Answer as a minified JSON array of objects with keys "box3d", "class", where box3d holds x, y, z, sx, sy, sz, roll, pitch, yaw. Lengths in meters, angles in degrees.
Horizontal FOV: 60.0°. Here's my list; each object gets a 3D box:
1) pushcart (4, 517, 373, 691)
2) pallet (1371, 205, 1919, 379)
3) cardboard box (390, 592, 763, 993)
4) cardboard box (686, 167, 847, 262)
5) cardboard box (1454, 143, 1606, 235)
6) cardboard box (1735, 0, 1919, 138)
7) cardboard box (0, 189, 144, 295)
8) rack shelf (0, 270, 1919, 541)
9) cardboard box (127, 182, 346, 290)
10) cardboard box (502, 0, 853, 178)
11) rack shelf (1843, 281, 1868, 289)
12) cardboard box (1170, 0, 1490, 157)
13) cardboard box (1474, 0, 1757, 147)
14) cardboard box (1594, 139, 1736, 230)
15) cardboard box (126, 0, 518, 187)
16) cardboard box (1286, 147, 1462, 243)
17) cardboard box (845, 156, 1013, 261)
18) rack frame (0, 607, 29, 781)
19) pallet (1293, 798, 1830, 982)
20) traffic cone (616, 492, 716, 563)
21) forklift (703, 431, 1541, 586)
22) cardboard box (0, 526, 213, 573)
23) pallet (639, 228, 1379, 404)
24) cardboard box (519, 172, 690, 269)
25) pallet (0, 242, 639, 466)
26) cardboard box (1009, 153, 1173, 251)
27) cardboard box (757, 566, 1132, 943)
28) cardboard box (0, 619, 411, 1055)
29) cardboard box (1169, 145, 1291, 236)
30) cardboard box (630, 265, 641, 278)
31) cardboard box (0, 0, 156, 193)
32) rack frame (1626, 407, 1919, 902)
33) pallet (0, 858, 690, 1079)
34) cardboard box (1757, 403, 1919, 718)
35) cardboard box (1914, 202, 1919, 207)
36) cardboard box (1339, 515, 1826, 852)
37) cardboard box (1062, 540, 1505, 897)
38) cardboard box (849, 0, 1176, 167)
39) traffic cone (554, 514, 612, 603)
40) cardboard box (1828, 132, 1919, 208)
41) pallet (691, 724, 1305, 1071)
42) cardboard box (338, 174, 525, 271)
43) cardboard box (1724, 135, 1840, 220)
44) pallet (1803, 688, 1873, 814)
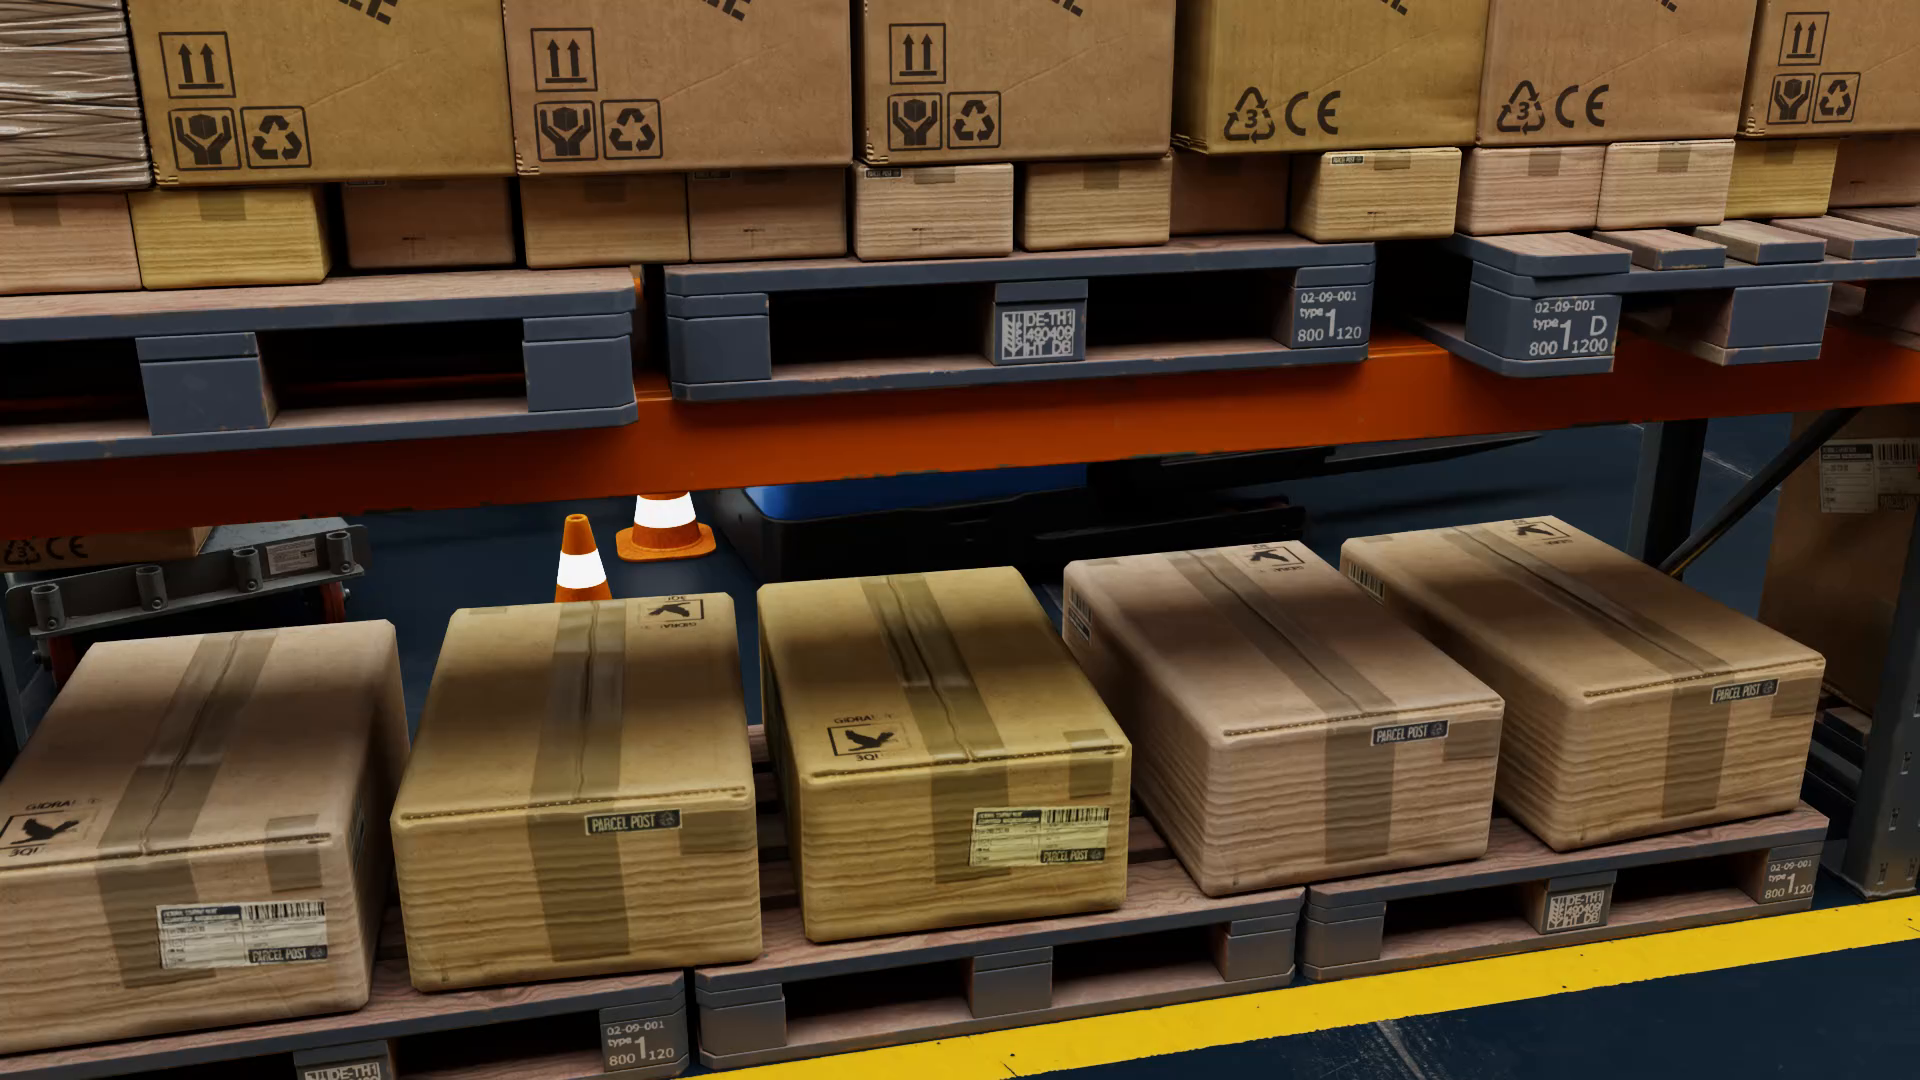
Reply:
[{"box3d":[-2.532,0.002,5.261,0.936,0.377,1.648,-13,24,-31],"class":"pushcart"},{"box3d":[1.265,-0.605,3.383,1.003,0.211,1.213,-5,21,-12],"class":"pallet"},{"box3d":[-0.750,0.466,3.391,0.625,0.372,0.950,-3,20,-9],"class":"cardboard box"},{"box3d":[-0.344,-0.577,2.785,0.250,0.149,0.380,-4,21,-12],"class":"cardboard box"},{"box3d":[0.943,-0.664,3.020,0.250,0.149,0.380,-6,21,-15],"class":"cardboard box"},{"box3d":[1.556,-1.041,3.108,0.500,0.500,0.500,-5,21,-14],"class":"cardboard box"},{"box3d":[-1.348,-0.487,2.539,0.250,0.149,0.380,-4,21,-12],"class":"cardboard box"},{"box3d":[-0.012,-0.291,3.293,4.000,0.370,1.077,-5,21,-12],"class":"rack shelf"},{"box3d":[-1.103,-0.504,2.585,0.250,0.149,0.380,-4,21,-11],"class":"cardboard box"},{"box3d":[-0.465,-0.869,2.639,0.500,0.500,0.500,-5,21,-13],"class":"cardboard box"},{"box3d":[3.880,-0.607,4.157,4.000,0.370,1.077,-5,21,-12],"class":"rack shelf"},{"box3d":[0.564,-0.957,2.877,0.500,0.500,0.500,-6,21,-16],"class":"cardboard box"},{"box3d":[1.055,-0.997,2.987,0.500,0.500,0.500,-5,21,-13],"class":"cardboard box"},{"box3d":[1.190,-0.681,3.067,0.250,0.149,0.380,-5,21,-13],"class":"cardboard box"},{"box3d":[-0.949,-0.835,2.544,0.500,0.500,0.500,-5,21,-12],"class":"cardboard box"},{"box3d":[0.678,-0.637,2.948,0.250,0.149,0.380,-4,21,-12],"class":"cardboard box"},{"box3d":[-0.073,-0.581,2.795,0.250,0.149,0.380,-4,20,-10],"class":"cardboard box"},{"box3d":[-1.959,-0.470,2.737,0.127,3.000,1.000,-5,21,-12],"class":"rack frame"},{"box3d":[1.173,0.584,3.913,1.213,0.211,1.003,-5,21,-12],"class":"pallet"},{"box3d":[-1.022,-0.203,5.697,0.334,0.463,0.336,-5,21,-12],"class":"traffic cone"},{"box3d":[0.651,-1.481,5.596,3.031,2.935,1.130,-7,21,-20],"class":"forklift"},{"box3d":[-2.398,-0.245,4.657,0.500,0.500,0.500,-5,21,-12],"class":"cardboard box"},{"box3d":[0.017,-0.526,3.169,1.213,0.211,1.003,-5,21,-12],"class":"pallet"},{"box3d":[-0.585,-0.559,2.733,0.250,0.149,0.380,-4,21,-12],"class":"cardboard box"},{"box3d":[-1.181,-0.392,2.802,1.213,0.211,1.003,-5,21,-12],"class":"pallet"},{"box3d":[0.179,-0.612,2.879,0.250,0.149,0.380,-5,21,-14],"class":"cardboard box"},{"box3d":[-0.074,0.411,3.543,0.625,0.372,0.950,-4,20,-11],"class":"cardboard box"},{"box3d":[-1.449,0.524,3.232,0.625,0.372,0.950,-4,21,-12],"class":"cardboard box"},{"box3d":[0.405,-0.659,3.009,0.250,0.149,0.380,-4,21,-12],"class":"cardboard box"},{"box3d":[-1.673,-1.414,7.974,0.750,0.750,1.050,-5,21,-12],"class":"cardboard box"},{"box3d":[-1.437,-0.795,2.436,0.500,0.500,0.500,-4,21,-11],"class":"cardboard box"},{"box3d":[1.934,-0.787,3.601,0.127,3.000,1.000,-5,21,-12],"class":"rack frame"},{"box3d":[-1.201,0.777,3.386,1.213,0.211,1.003,-5,21,-12],"class":"pallet"},{"box3d":[2.625,-0.013,3.968,0.875,0.875,0.875,-5,21,-13],"class":"cardboard box"},{"box3d":[2.366,-0.843,3.974,0.500,0.250,0.500,-5,21,-14],"class":"cardboard box"},{"box3d":[1.382,0.291,3.868,0.625,0.372,0.950,-6,21,-16],"class":"cardboard box"},{"box3d":[0.666,0.352,3.701,0.625,0.372,0.950,-5,21,-14],"class":"cardboard box"},{"box3d":[0.033,-0.914,2.760,0.500,0.500,0.500,-6,21,-15],"class":"cardboard box"},{"box3d":[-1.074,0.154,4.721,0.334,0.463,0.336,-5,21,-12],"class":"traffic cone"},{"box3d":[1.669,-0.761,3.286,0.250,0.149,0.380,-4,20,-10],"class":"cardboard box"},{"box3d":[-0.012,0.679,3.653,1.213,0.211,1.003,-5,21,-12],"class":"pallet"},{"box3d":[-0.845,-0.552,2.716,0.250,0.149,0.380,-3,20,-9],"class":"cardboard box"},{"box3d":[1.425,-0.716,3.162,0.250,0.149,0.380,-4,21,-12],"class":"cardboard box"},{"box3d":[2.719,0.485,4.182,1.213,0.211,1.003,-5,21,-12],"class":"pallet"}]
